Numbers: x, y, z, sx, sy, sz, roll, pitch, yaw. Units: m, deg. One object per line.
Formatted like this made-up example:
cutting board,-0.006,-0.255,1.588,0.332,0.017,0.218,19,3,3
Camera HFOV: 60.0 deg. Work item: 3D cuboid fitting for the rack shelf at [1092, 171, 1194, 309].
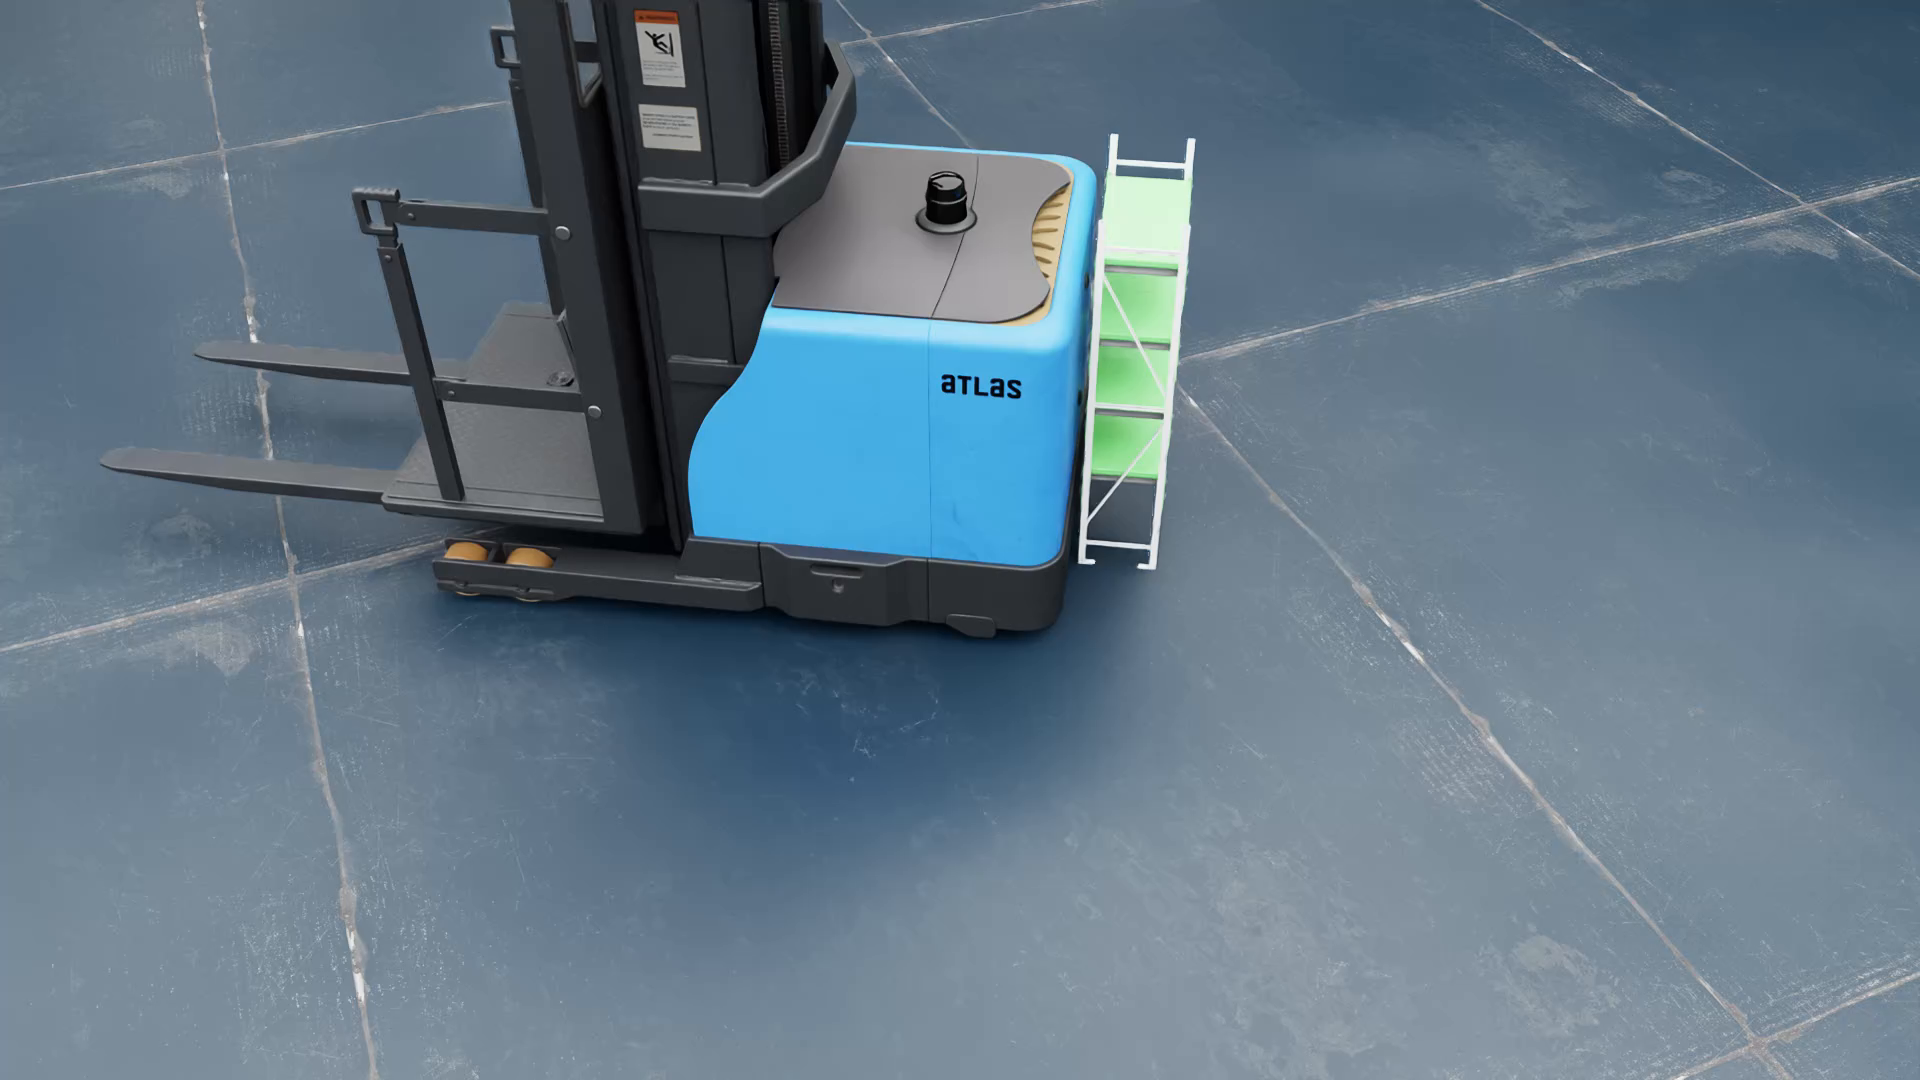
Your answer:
rack shelf,0.518,-0.850,4.680,0.258,0.148,0.480,5,41,6

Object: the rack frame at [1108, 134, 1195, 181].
rack frame,0.550,-0.692,5.135,0.240,1.200,0.015,5,41,6

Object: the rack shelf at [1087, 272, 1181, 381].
rack shelf,0.518,-0.668,4.837,0.258,0.148,0.480,5,41,6

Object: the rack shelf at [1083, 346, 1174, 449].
rack shelf,0.518,-0.486,4.993,0.258,0.148,0.480,5,41,6

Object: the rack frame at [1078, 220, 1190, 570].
rack frame,0.486,-0.377,4.768,0.240,1.200,0.015,5,41,6

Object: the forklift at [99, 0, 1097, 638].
forklift,-1.143,-1.259,4.466,3.031,2.935,1.130,5,41,6

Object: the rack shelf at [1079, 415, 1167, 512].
rack shelf,0.518,-0.304,5.150,0.258,0.148,0.480,5,41,6

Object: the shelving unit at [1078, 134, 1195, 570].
shelving unit,0.518,-0.535,4.952,0.258,1.200,0.503,5,41,6
